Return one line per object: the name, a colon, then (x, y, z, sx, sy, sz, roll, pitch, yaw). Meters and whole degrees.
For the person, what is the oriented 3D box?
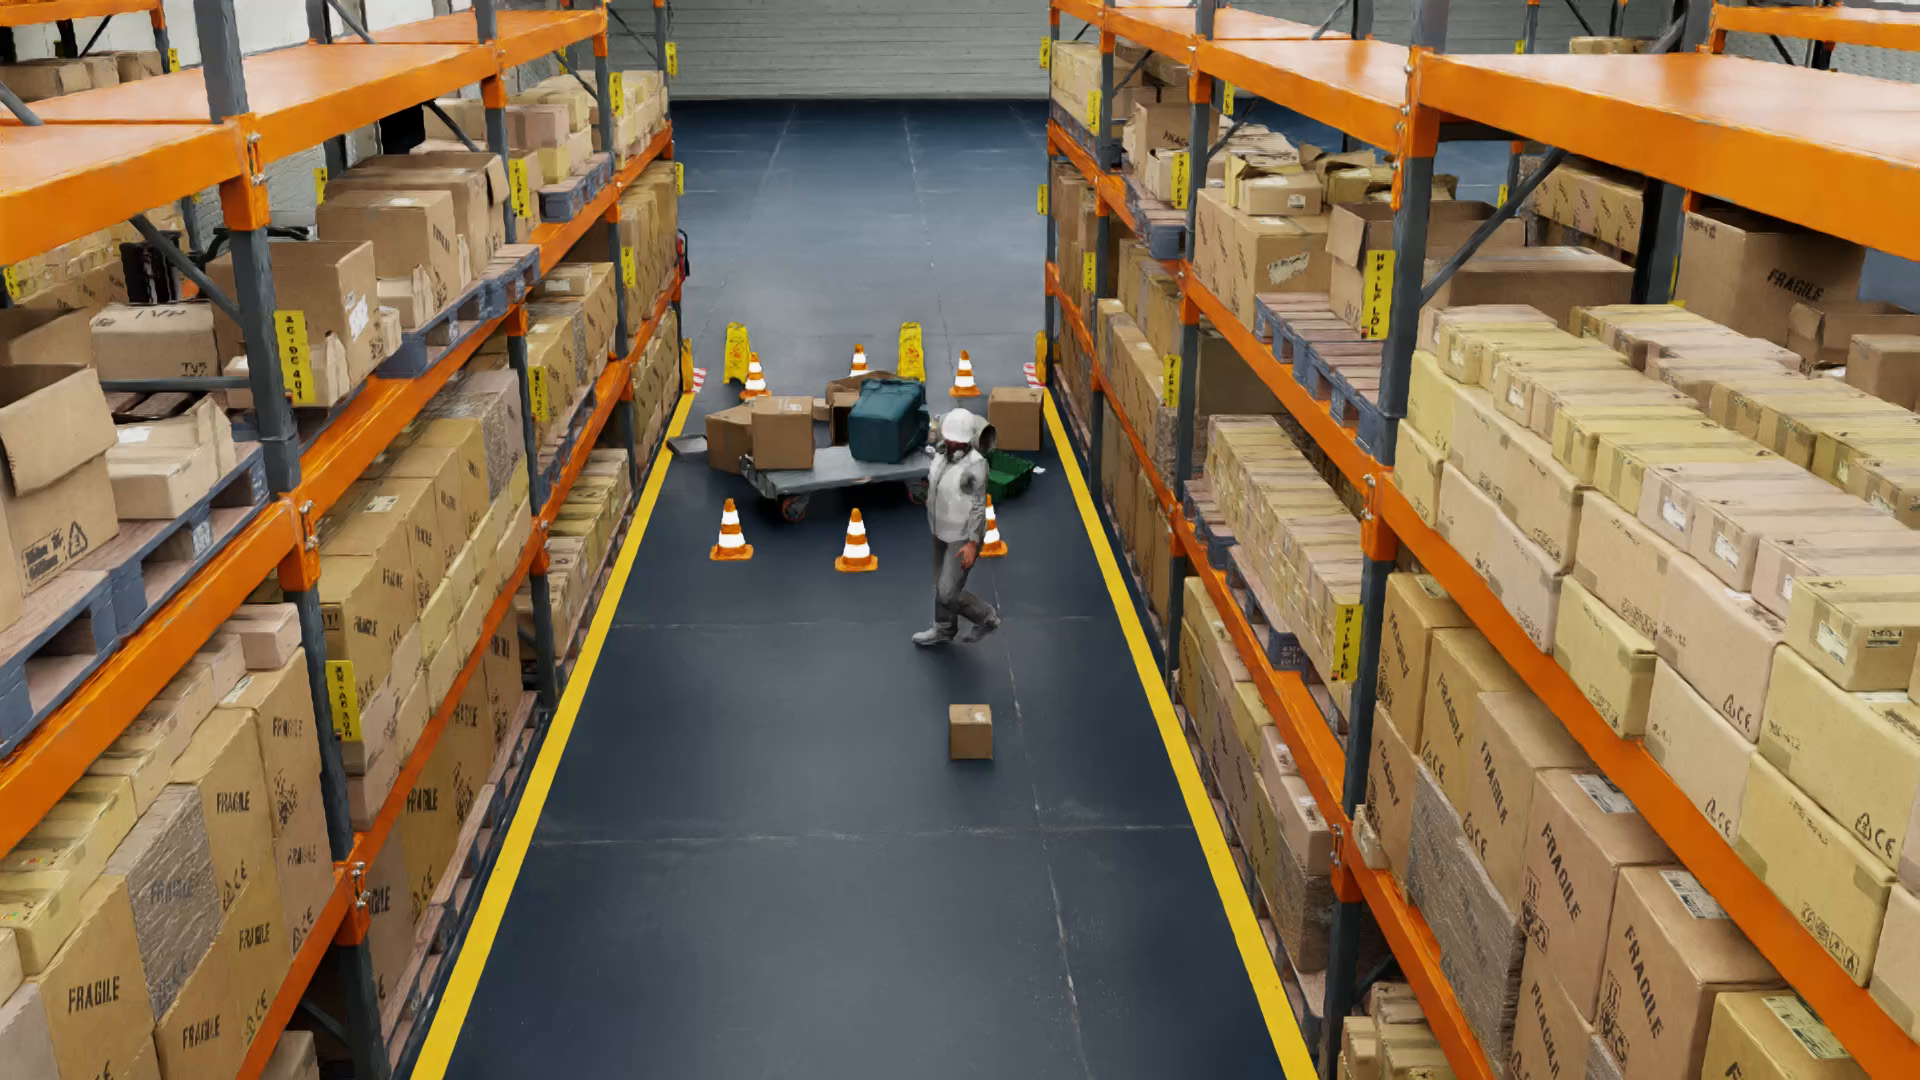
person: (0.003, -0.061, 11.190, 0.495, 1.758, 0.603, -12, 23, -30)
